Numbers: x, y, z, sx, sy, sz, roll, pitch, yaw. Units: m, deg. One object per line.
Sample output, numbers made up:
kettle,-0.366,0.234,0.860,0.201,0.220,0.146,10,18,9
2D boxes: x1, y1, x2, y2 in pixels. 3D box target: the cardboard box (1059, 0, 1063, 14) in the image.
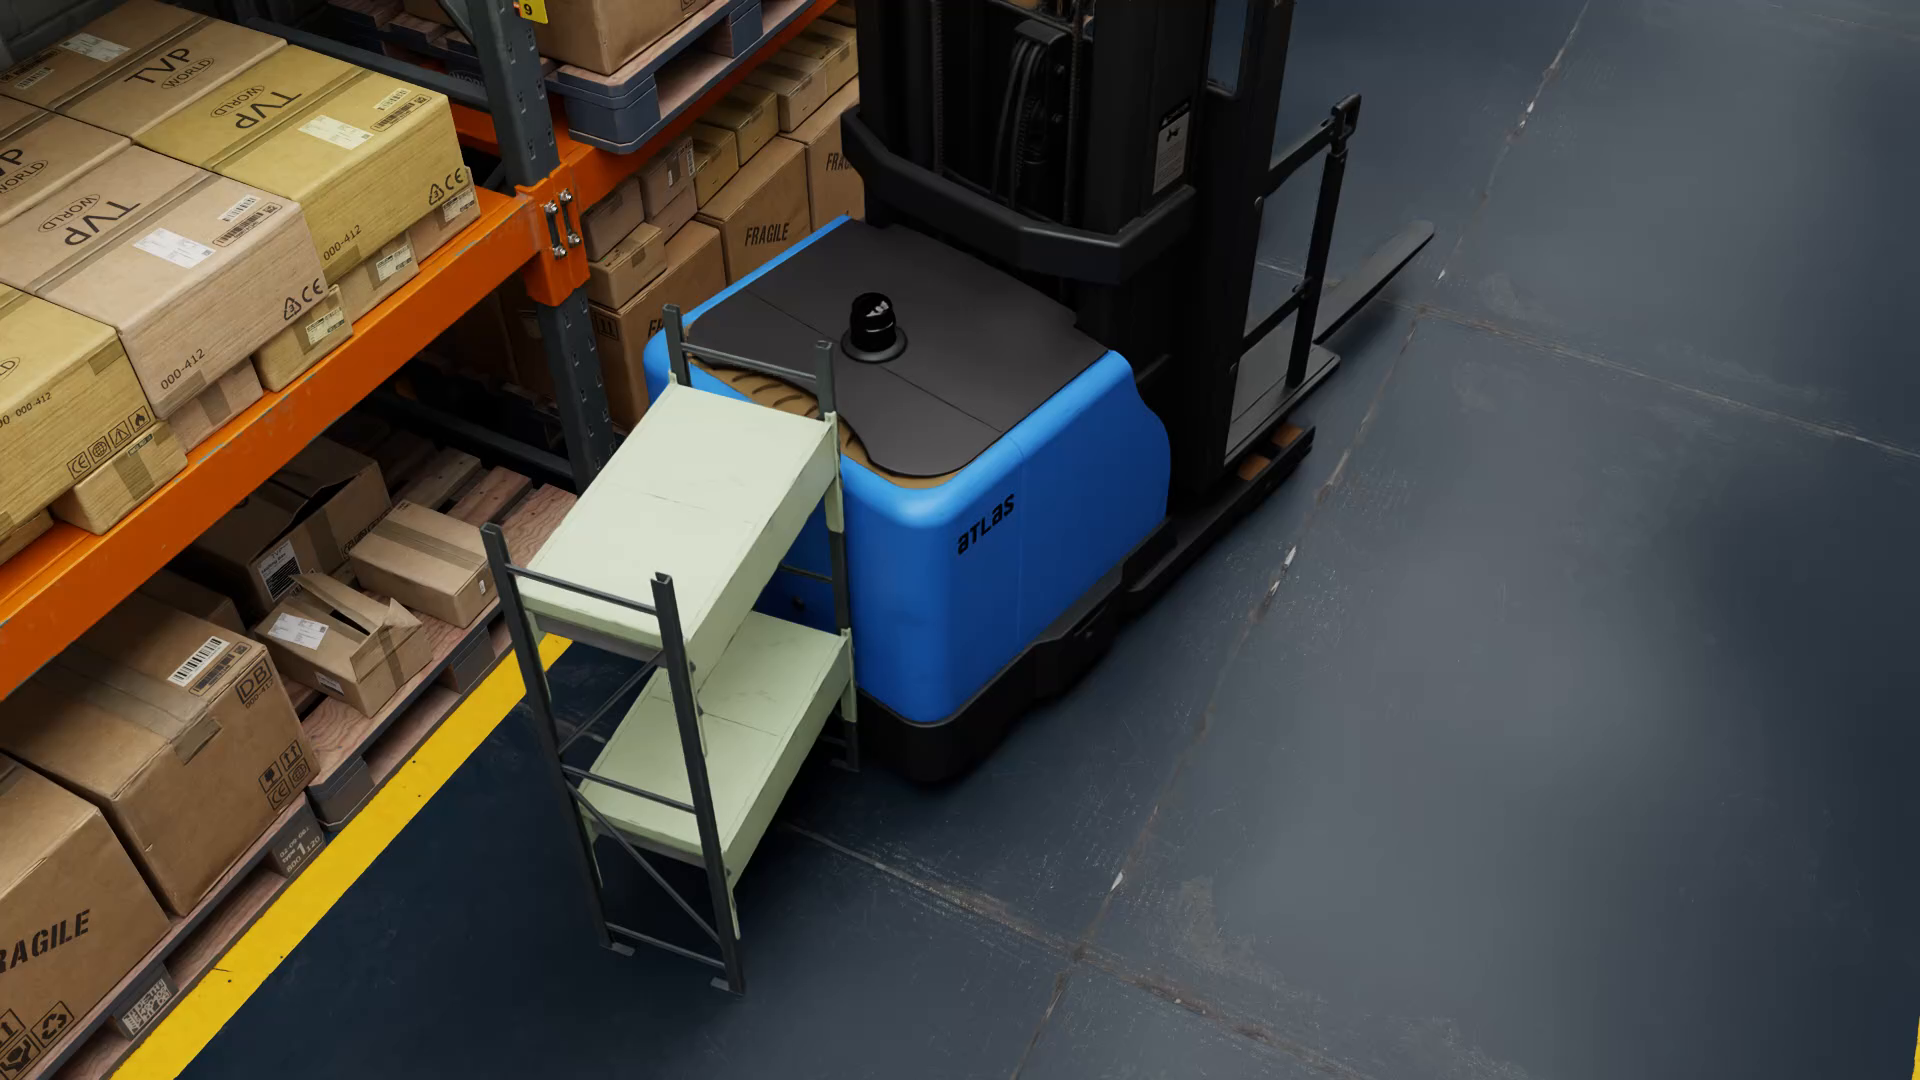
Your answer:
cardboard box,0.334,-2.689,7.260,0.500,0.500,0.500,22,49,20

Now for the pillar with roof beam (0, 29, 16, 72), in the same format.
pillar with roof beam,1.175,-1.783,0.686,9.100,9.000,0.400,20,49,19

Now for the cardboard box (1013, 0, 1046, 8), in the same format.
cardboard box,0.093,-2.377,6.952,0.500,0.500,0.500,20,49,18

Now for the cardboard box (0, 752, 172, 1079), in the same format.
cardboard box,-2.240,0.834,3.779,0.500,0.500,0.500,21,49,20

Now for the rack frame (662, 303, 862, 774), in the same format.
rack frame,-0.463,0.064,4.132,0.400,1.500,0.023,15,47,14

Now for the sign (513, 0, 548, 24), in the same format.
sign,-1.032,-1.367,3.883,0.100,0.325,0.005,20,49,19

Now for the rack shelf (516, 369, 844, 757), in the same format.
rack shelf,-0.593,0.033,3.614,0.431,0.370,0.720,15,47,14

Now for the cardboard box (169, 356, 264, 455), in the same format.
cardboard box,-1.787,-0.365,3.679,0.380,0.149,0.250,22,49,20

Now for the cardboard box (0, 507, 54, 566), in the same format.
cardboard box,-2.100,-0.069,3.386,0.380,0.149,0.250,21,49,20

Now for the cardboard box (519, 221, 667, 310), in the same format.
cardboard box,-1.114,-0.872,5.009,0.380,0.149,0.250,23,50,21

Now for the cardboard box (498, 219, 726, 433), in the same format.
cardboard box,-1.093,-0.736,5.331,0.500,0.500,0.500,22,49,21

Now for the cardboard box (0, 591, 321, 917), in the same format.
cardboard box,-2.092,0.480,4.129,0.700,0.500,0.500,19,48,18

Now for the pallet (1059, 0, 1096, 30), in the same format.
pallet,-0.040,-2.319,7.393,1.003,0.211,1.213,20,49,19

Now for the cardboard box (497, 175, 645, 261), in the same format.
cardboard box,-1.168,-0.997,4.923,0.380,0.149,0.250,20,49,18

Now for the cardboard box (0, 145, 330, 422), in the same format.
cardboard box,-1.756,-0.567,3.598,0.500,0.250,0.500,21,49,19

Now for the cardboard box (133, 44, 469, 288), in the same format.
cardboard box,-1.537,-0.888,3.915,0.500,0.250,0.500,22,49,20

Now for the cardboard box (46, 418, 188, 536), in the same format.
cardboard box,-1.881,-0.195,3.510,0.380,0.149,0.250,20,49,18

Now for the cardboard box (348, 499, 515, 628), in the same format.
cardboard box,-1.515,0.065,4.786,0.380,0.149,0.250,19,48,18

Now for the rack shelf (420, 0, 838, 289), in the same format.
rack shelf,-0.588,-2.244,5.865,1.077,0.370,4.000,20,49,19

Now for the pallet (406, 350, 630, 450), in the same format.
pallet,-1.172,-0.782,5.874,1.003,0.211,1.213,20,49,19

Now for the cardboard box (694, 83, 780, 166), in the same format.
cardboard box,-0.830,-1.415,5.545,0.380,0.149,0.250,20,49,18

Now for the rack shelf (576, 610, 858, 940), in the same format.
rack shelf,-0.593,0.536,4.124,0.431,0.370,0.720,15,47,14

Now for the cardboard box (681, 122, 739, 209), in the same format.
cardboard box,-0.945,-1.238,5.370,0.380,0.149,0.250,18,48,17

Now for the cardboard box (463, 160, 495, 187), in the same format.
cardboard box,-1.601,-1.061,5.196,0.380,0.149,0.250,19,48,18

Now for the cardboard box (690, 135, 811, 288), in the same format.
cardboard box,-0.854,-1.075,5.666,0.500,0.500,0.500,20,49,19

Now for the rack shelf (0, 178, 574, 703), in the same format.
rack shelf,-2.445,0.276,3.374,1.077,0.370,4.000,20,49,19

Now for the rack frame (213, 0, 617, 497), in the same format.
rack frame,-1.516,-1.237,4.364,1.000,3.000,0.127,20,49,19

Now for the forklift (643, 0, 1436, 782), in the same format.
forklift,0.505,-1.355,4.528,1.130,2.935,3.031,31,53,27

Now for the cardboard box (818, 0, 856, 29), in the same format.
cardboard box,-0.464,-1.895,6.020,0.380,0.149,0.250,21,49,19

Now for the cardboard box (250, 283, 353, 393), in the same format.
cardboard box,-1.642,-0.522,3.833,0.380,0.149,0.250,22,49,20

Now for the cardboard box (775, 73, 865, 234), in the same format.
cardboard box,-0.619,-1.388,5.975,0.500,0.500,0.500,19,48,18

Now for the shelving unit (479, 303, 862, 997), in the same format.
shelving unit,-0.593,0.307,3.892,0.431,1.500,0.755,15,47,14

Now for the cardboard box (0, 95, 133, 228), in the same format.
cardboard box,-2.212,-0.748,3.776,0.500,0.250,0.500,20,49,19

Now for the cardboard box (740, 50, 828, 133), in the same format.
cardboard box,-0.681,-1.560,5.689,0.380,0.149,0.250,20,49,19

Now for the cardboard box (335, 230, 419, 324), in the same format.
cardboard box,-1.542,-0.693,4.003,0.380,0.149,0.250,22,49,20

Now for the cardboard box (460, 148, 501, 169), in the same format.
cardboard box,-1.484,-1.229,5.361,0.380,0.149,0.250,20,49,19

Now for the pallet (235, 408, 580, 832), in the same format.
pallet,-1.836,0.176,4.928,1.003,0.211,1.213,20,49,19

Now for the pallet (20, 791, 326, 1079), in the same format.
pallet,-2.401,0.947,4.166,1.003,0.211,1.213,20,49,19

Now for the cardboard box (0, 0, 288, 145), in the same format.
cardboard box,-1.986,-1.066,4.091,0.500,0.250,0.500,20,49,19

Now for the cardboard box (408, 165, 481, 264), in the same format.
cardboard box,-1.441,-0.864,4.172,0.380,0.149,0.250,21,49,20

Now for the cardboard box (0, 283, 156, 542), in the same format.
cardboard box,-1.999,-0.257,3.292,0.500,0.250,0.500,20,49,19

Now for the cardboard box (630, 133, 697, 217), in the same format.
cardboard box,-1.036,-1.156,5.081,0.380,0.149,0.250,18,48,17

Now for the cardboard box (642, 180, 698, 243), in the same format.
cardboard box,-1.054,-1.072,5.207,0.380,0.149,0.250,19,48,18

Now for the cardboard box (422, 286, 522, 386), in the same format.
cardboard box,-1.551,-0.913,5.506,0.500,0.500,0.500,20,49,19

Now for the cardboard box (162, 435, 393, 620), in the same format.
cardboard box,-2.033,-0.101,4.836,0.500,0.311,0.500,22,49,20

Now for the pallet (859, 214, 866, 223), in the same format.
pallet,-0.607,-1.553,6.637,1.003,0.211,1.213,20,49,19

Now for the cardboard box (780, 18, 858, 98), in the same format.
cardboard box,-0.564,-1.715,5.843,0.380,0.149,0.250,22,49,20

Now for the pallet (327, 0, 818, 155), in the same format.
pallet,-1.049,-1.637,4.894,1.003,0.211,1.213,20,49,19

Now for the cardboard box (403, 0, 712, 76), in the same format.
cardboard box,-1.094,-1.651,4.407,0.700,0.500,0.500,22,49,20

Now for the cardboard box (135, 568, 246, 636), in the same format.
cardboard box,-2.234,0.229,4.624,0.380,0.149,0.250,20,49,19

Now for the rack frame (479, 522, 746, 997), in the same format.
rack frame,-0.723,0.550,3.652,0.400,1.500,0.023,15,47,14

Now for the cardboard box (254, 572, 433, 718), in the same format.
cardboard box,-1.681,0.249,4.522,0.396,0.266,0.258,22,49,20
